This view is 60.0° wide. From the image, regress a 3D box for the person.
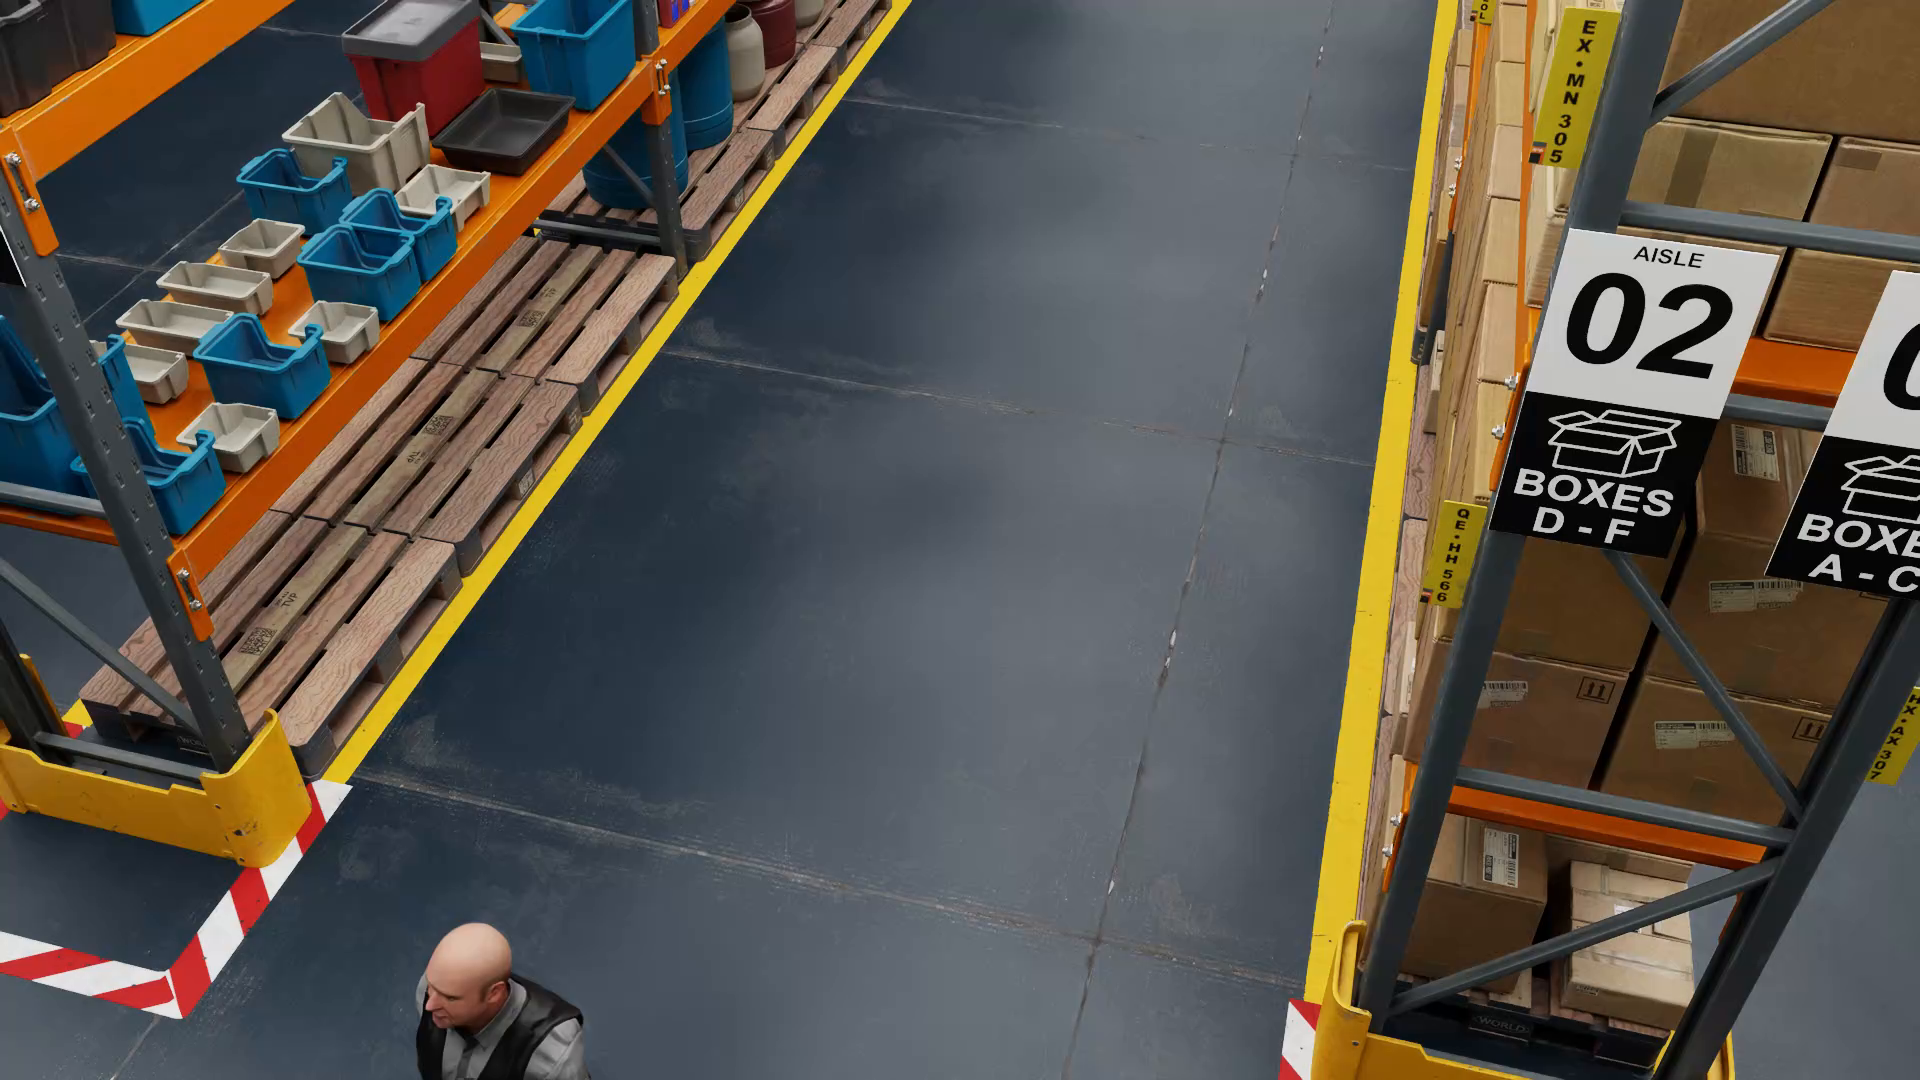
[{"bbox_3d":[-1.129,1.570,4.353,0.559,1.677,1.048,16,43,17],"label":"person"}]
